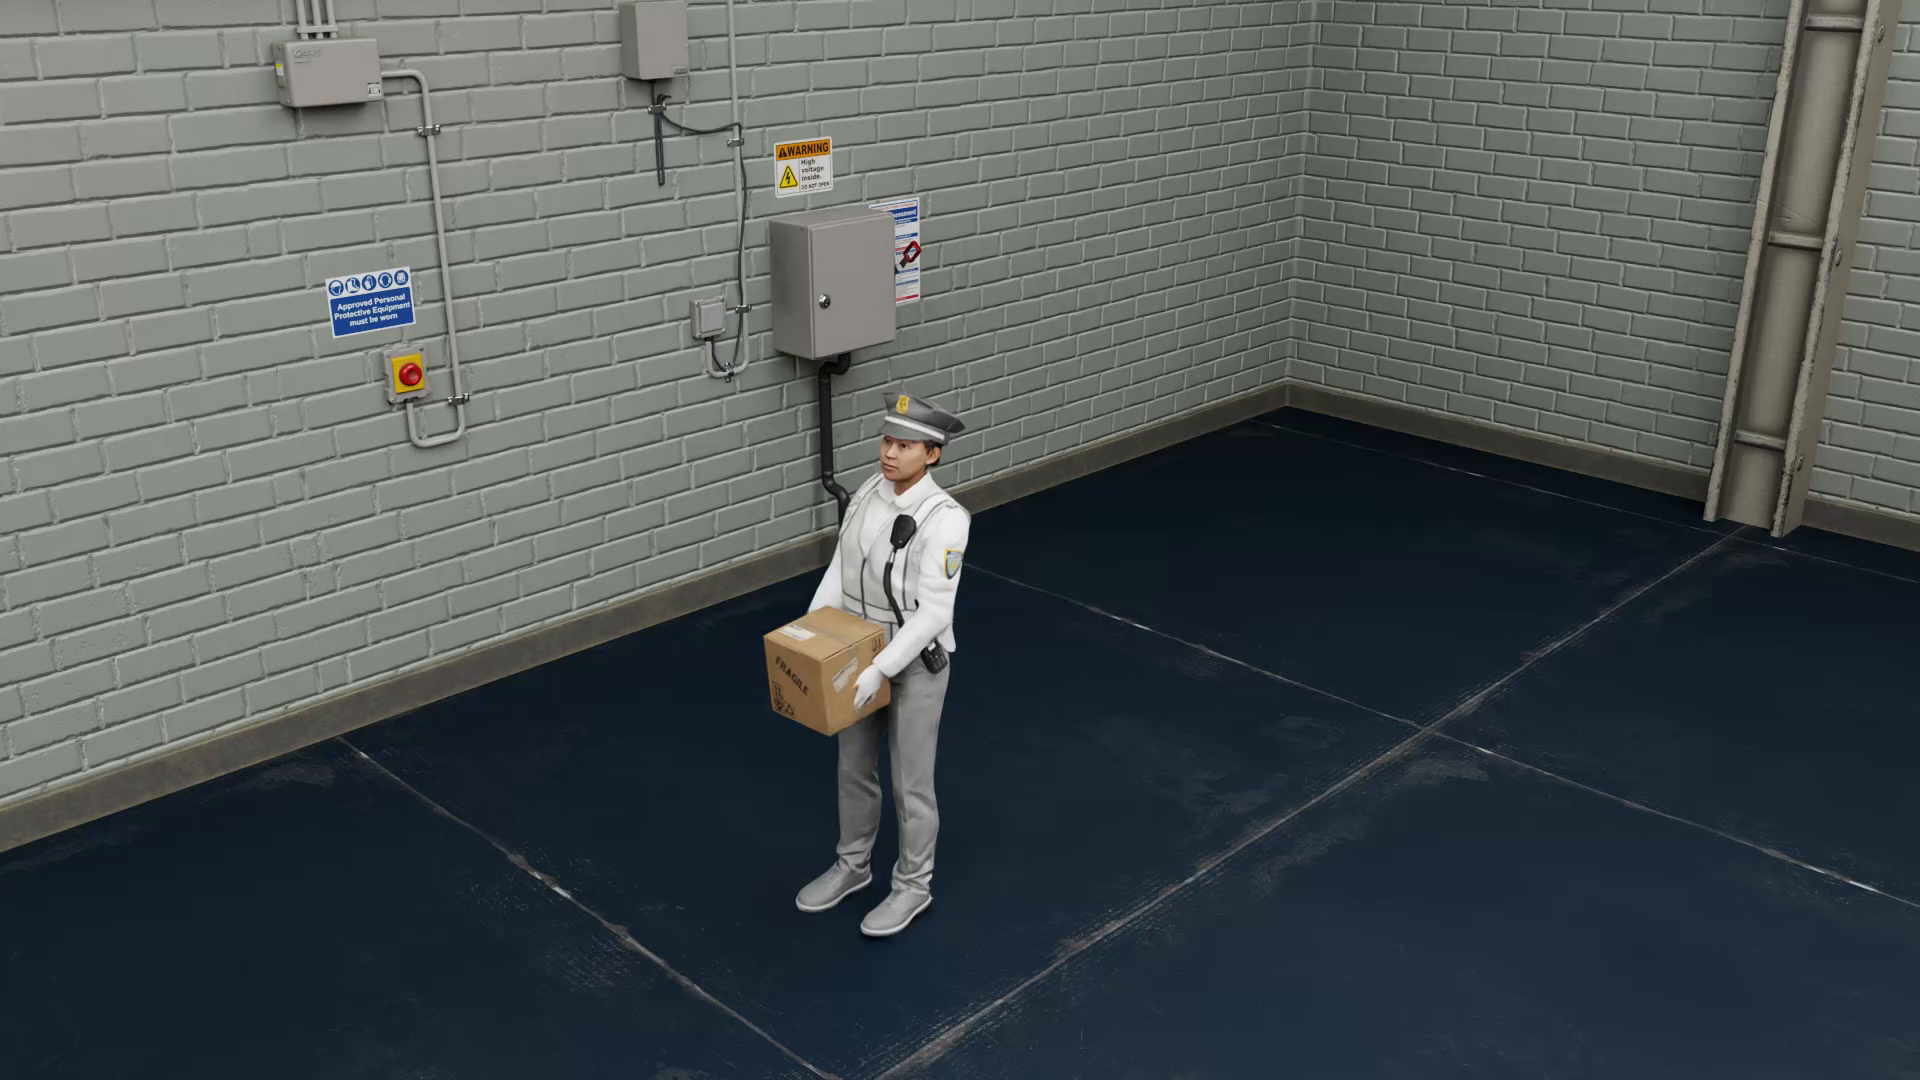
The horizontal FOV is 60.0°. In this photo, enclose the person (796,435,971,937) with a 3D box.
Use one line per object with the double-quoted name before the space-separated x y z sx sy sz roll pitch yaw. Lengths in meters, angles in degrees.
"person" -0.240 0.408 5.012 0.492 1.653 0.502 19 28 41
